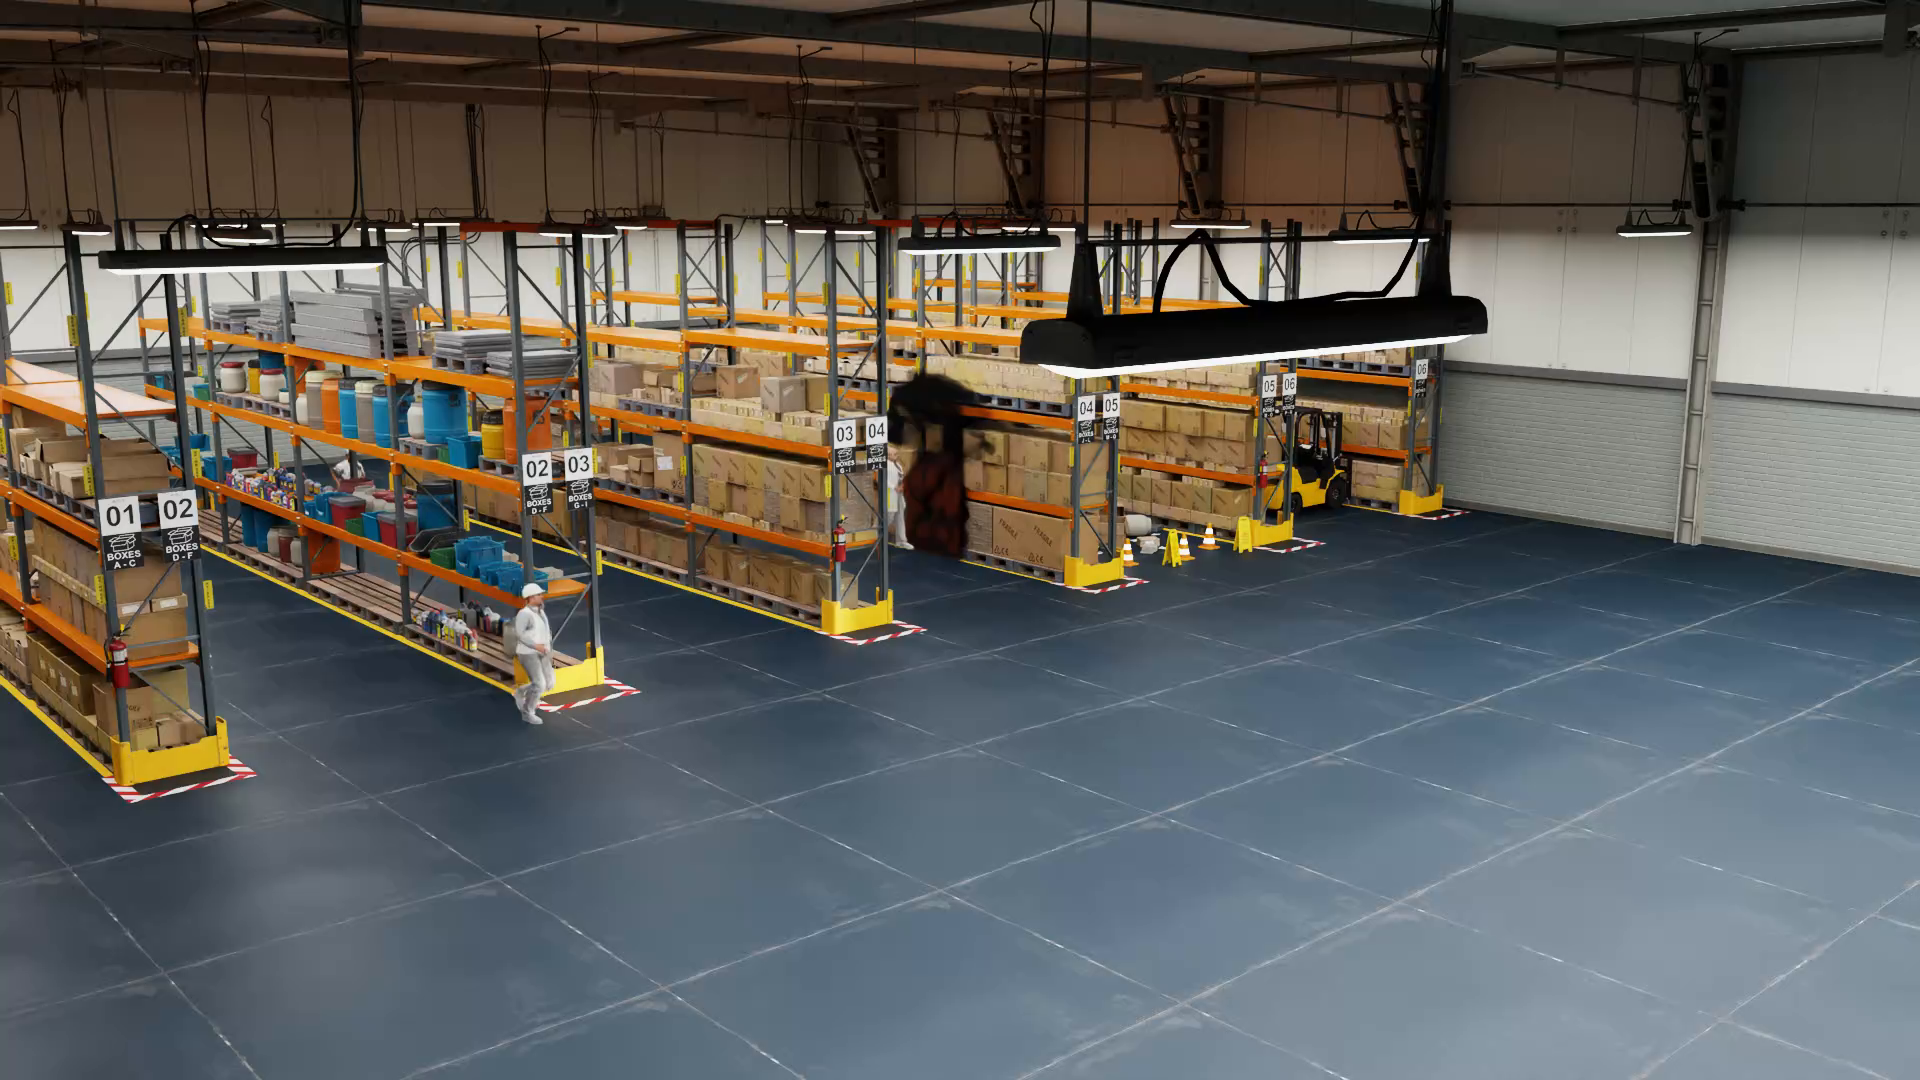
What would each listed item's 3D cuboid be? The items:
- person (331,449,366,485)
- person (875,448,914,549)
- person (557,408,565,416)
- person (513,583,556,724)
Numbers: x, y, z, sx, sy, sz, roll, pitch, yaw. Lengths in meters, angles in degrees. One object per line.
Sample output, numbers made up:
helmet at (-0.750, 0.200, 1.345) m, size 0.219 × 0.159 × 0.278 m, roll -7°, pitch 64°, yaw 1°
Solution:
person at (-11.848, -0.953, 32.374) m, size 0.830 × 1.677 × 0.611 m, roll 10°, pitch 15°, yaw 40°
person at (-1.214, -0.739, 29.649) m, size 0.894 × 1.813 × 0.712 m, roll 8°, pitch 14°, yaw 33°
person at (-9.496, -2.347, 39.429) m, size 0.546 × 1.584 × 0.796 m, roll 0°, pitch 11°, yaw -2°
person at (-5.316, 1.389, 20.710) m, size 0.542 × 1.718 × 0.745 m, roll 2°, pitch 12°, yaw 10°
